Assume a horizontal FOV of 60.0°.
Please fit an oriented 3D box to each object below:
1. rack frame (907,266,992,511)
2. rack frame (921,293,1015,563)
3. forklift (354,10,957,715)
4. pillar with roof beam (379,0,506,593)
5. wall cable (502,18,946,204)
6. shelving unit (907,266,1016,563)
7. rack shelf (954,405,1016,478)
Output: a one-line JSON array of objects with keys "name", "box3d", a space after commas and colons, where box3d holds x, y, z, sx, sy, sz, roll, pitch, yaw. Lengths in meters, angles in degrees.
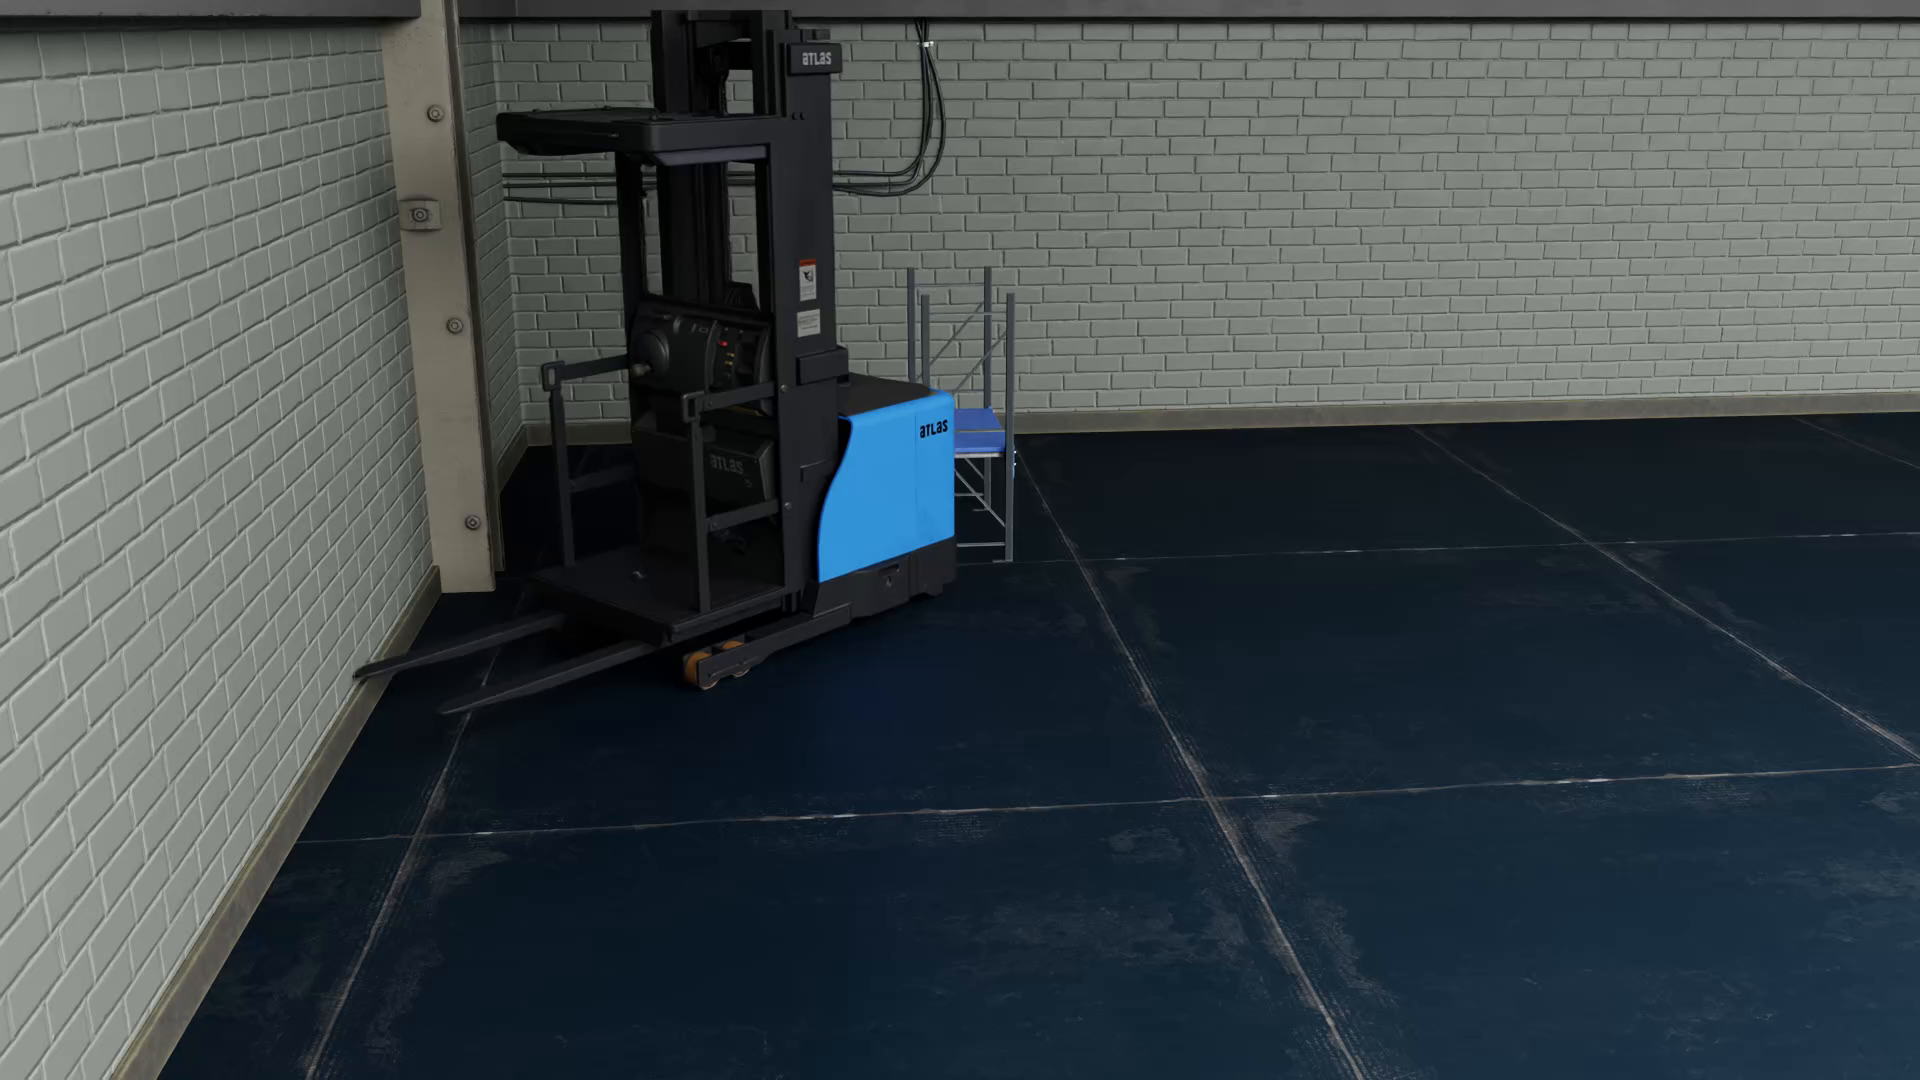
[{"name": "rack frame", "box3d": [-0.061, -0.892, 10.016, 0.500, 1.500, 0.032, -2, 18, -6]}, {"name": "rack frame", "box3d": [0.044, -0.590, 9.051, 0.500, 1.500, 0.032, -2, 18, -6]}, {"name": "forklift", "box3d": [-1.356, -0.893, 7.628, 1.130, 2.935, 3.031, 14, 22, 38]}, {"name": "pillar with roof beam", "box3d": [1.639, -4.210, 8.064, 9.100, 9.000, 0.400, -2, 18, -6]}, {"name": "wall cable", "box3d": [-1.631, -3.514, 11.031, 3.097, 2.526, 0.112, -2, 18, -6]}, {"name": "shelving unit", "box3d": [-0.009, -0.741, 9.533, 0.538, 1.500, 1.048, -2, 18, -6]}, {"name": "rack shelf", "box3d": [-0.009, -0.569, 9.587, 0.538, 0.185, 1.000, -2, 18, -6]}]
